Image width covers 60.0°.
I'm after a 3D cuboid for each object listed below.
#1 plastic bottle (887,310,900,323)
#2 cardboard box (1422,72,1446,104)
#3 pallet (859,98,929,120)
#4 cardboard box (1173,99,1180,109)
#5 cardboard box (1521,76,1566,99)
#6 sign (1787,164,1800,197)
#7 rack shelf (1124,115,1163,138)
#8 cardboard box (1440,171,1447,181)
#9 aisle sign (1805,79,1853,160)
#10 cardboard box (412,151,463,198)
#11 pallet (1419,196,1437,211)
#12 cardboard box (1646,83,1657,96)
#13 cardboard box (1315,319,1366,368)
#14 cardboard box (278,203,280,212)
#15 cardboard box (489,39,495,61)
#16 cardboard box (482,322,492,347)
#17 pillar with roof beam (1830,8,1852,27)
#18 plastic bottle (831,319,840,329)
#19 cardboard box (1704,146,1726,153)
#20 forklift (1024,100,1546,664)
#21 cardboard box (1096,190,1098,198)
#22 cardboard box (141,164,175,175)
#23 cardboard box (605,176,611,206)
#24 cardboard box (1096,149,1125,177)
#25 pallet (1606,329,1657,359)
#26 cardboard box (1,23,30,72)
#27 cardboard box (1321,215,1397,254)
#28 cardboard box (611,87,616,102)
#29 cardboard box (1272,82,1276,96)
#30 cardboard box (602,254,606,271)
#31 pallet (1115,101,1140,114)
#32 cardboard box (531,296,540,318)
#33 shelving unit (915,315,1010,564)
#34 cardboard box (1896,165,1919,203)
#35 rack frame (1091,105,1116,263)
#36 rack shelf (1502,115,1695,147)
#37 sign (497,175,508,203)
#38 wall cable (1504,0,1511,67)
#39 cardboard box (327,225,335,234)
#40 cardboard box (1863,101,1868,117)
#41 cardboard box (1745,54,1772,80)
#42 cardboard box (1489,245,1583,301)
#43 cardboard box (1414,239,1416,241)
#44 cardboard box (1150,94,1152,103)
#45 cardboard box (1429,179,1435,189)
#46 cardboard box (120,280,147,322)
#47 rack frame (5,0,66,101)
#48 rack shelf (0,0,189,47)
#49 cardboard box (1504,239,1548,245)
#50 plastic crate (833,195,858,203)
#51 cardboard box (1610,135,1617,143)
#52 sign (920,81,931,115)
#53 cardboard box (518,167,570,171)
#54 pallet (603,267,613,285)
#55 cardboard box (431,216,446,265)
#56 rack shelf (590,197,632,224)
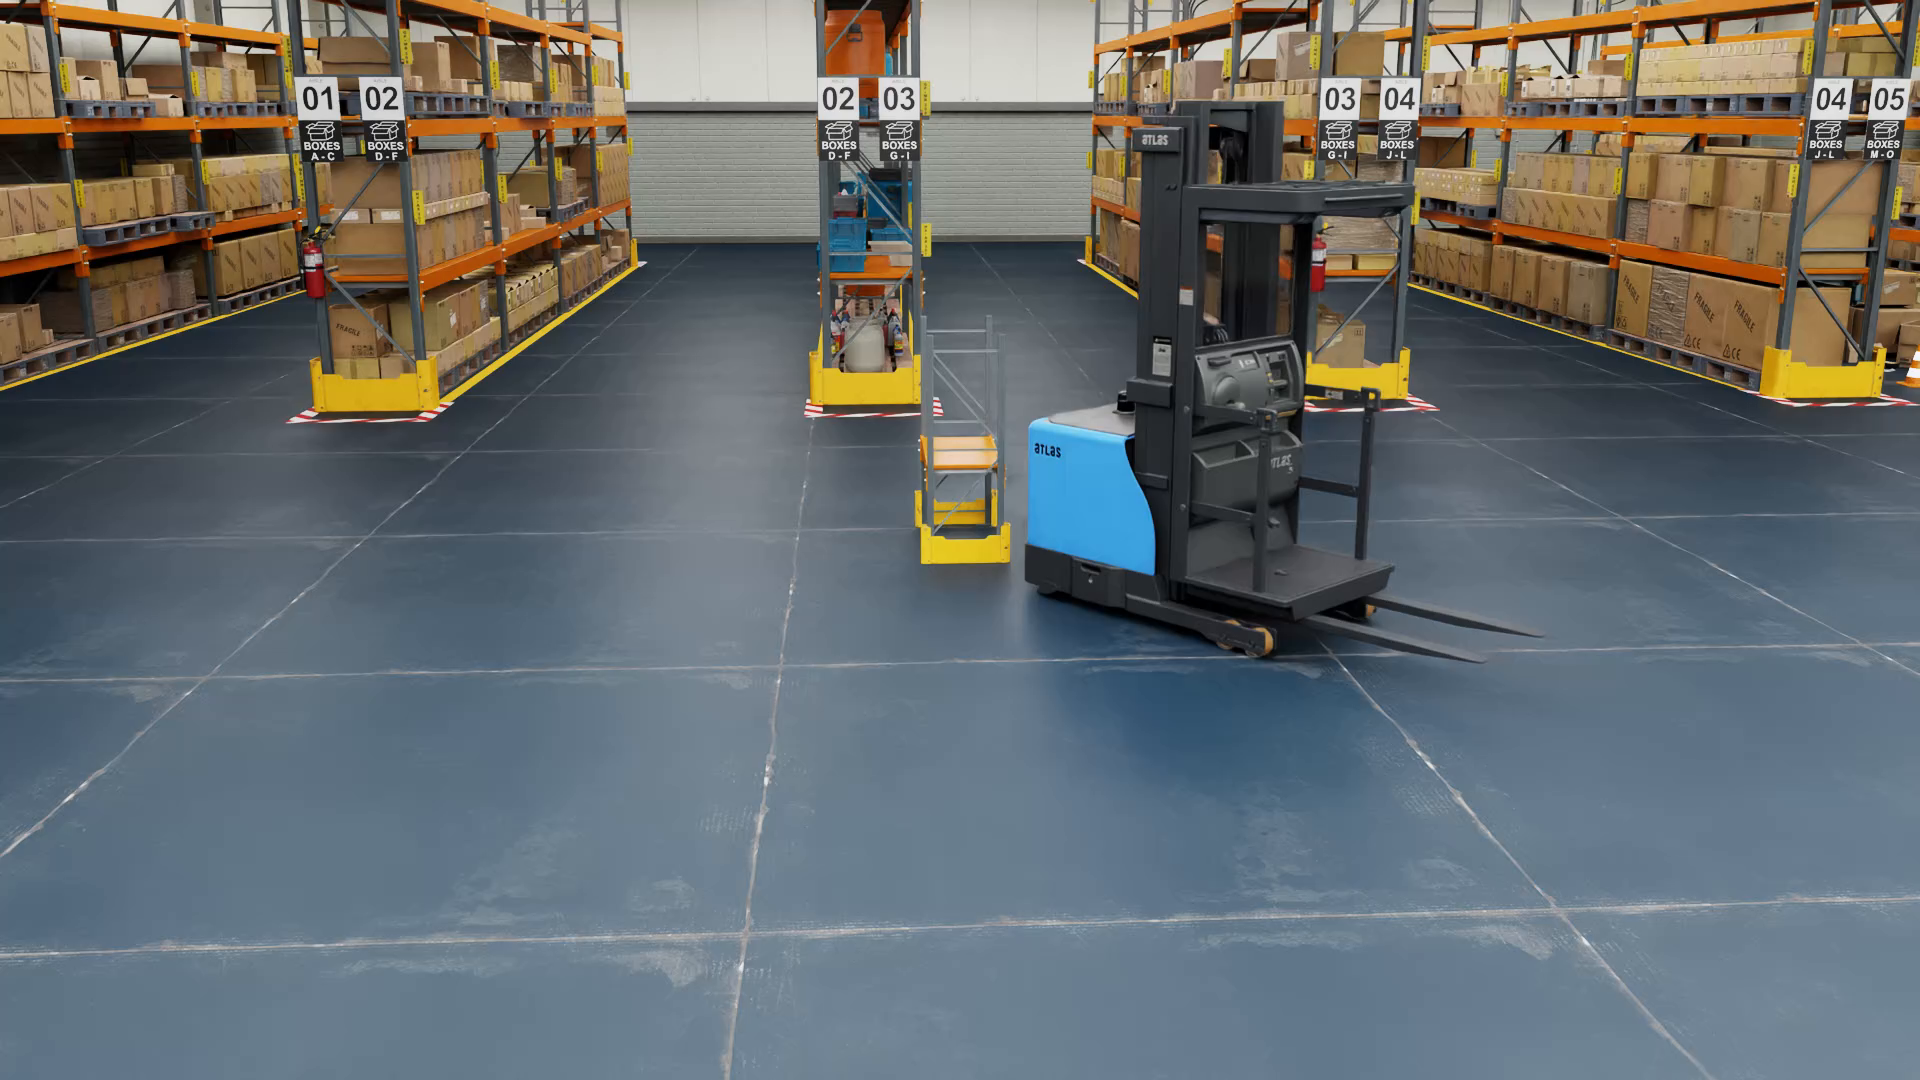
[{"bbox_3d":[-0.796,-2.574,19.943,0.144,0.351,0.185,-2,15,-6],"label":"plastic bottle"},{"bbox_3d":[8.183,-7.573,27.877,0.700,0.500,0.500,-1,14,-3],"label":"cardboard box"},{"bbox_3d":[-0.842,-4.421,17.048,1.003,0.211,1.213,-1,14,-3],"label":"pallet"},{"bbox_3d":[3.335,-6.178,23.798,0.500,0.250,0.500,-1,14,-2],"label":"cardboard box"},{"bbox_3d":[8.342,-6.448,23.682,0.500,0.311,0.500,-1,14,-3],"label":"cardboard box"},{"bbox_3d":[8.470,-3.651,16.897,0.100,0.325,0.005,-1,14,-3],"label":"sign"},{"bbox_3d":[3.436,-6.520,26.272,1.077,0.370,4.000,-1,14,-3],"label":"rack shelf"},{"bbox_3d":[7.935,-5.841,26.675,0.380,0.149,0.250,0,14,-2],"label":"cardboard box"},{"bbox_3d":[8.717,-4.217,16.679,0.394,0.787,0.004,-1,14,-3],"label":"aisle sign"},{"bbox_3d":[-5.983,-4.088,18.590,0.700,0.500,0.500,-1,14,-3],"label":"cardboard box"},{"bbox_3d":[8.171,-5.679,27.965,1.003,0.211,1.213,-1,14,-3],"label":"pallet"},{"bbox_3d":[8.466,-5.398,19.926,0.380,0.149,0.250,-1,14,-3],"label":"cardboard box"},{"bbox_3d":[4.034,-2.077,17.753,0.500,0.500,0.500,2,15,7],"label":"cardboard box"},{"bbox_3d":[-11.206,-5.365,26.821,0.380,0.149,0.250,0,14,-2],"label":"cardboard box"},{"bbox_3d":[-6.137,-6.013,20.812,0.500,0.500,0.500,1,14,2],"label":"cardboard box"},{"bbox_3d":[-5.812,-2.407,19.537,0.500,0.250,0.500,-1,14,-3],"label":"cardboard box"},{"bbox_3d":[14.345,-10.662,34.906,9.100,9.000,0.400,-1,14,-3],"label":"pillar with roof beam"},{"bbox_3d":[-1.450,-2.371,19.156,0.144,0.351,0.185,0,14,-1],"label":"plastic bottle"},{"bbox_3d":[12.943,-6.485,28.504,0.500,0.500,0.500,-1,14,-3],"label":"cardboard box"},{"bbox_3d":[1.784,-0.924,9.234,1.130,2.935,3.031,-14,20,-42],"label":"forklift"},{"bbox_3d":[2.790,-6.566,31.528,0.380,0.149,0.250,-1,14,-5],"label":"cardboard box"},{"bbox_3d":[-11.220,-5.179,23.251,0.380,0.149,0.250,-3,15,-11],"label":"cardboard box"},{"bbox_3d":[-6.370,-6.068,28.889,0.500,0.500,0.500,-1,14,-2],"label":"cardboard box"},{"bbox_3d":[2.855,-7.095,31.280,0.500,0.500,0.500,-1,14,-5],"label":"cardboard box"},{"bbox_3d":[8.733,-2.434,20.564,1.003,0.211,1.213,-1,14,-3],"label":"pallet"},{"bbox_3d":[-10.677,-5.432,18.351,0.500,0.500,0.500,0,14,0],"label":"cardboard box"},{"bbox_3d":[4.049,-3.259,17.373,0.875,0.500,0.500,-1,14,-3],"label":"cardboard box"},{"bbox_3d":[-6.478,-8.006,29.899,0.500,0.250,0.500,-1,14,-3],"label":"cardboard box"},{"bbox_3d":[3.689,-5.024,18.514,0.380,0.149,0.250,-1,14,-2],"label":"cardboard box"},{"bbox_3d":[-6.386,-4.780,28.597,0.500,0.311,0.500,-1,14,-3],"label":"cardboard box"},{"bbox_3d":[3.272,-7.527,28.918,1.003,0.211,1.213,-1,14,-3],"label":"pallet"},{"bbox_3d":[-5.953,-3.130,22.347,0.500,0.250,0.500,-1,14,-2],"label":"cardboard box"},{"bbox_3d":[0.005,-0.707,11.266,0.587,1.500,1.083,-1,14,-3],"label":"shelving unit"},{"bbox_3d":[13.350,-4.966,23.166,0.500,0.500,0.500,-1,14,-6],"label":"cardboard box"},{"bbox_3d":[3.064,-6.908,32.355,1.000,3.000,0.127,-1,14,-3],"label":"rack frame"},{"bbox_3d":[8.641,-5.577,22.605,1.077,0.370,4.000,-1,14,-3],"label":"rack shelf"},{"bbox_3d":[-5.526,-4.238,20.082,0.100,0.325,0.005,-1,14,-3],"label":"sign"},{"bbox_3d":[12.322,-11.377,37.684,0.463,3.000,0.029,-1,14,-3],"label":"wall cable"},{"bbox_3d":[-11.418,-5.720,30.611,0.380,0.149,0.250,0,14,-2],"label":"cardboard box"},{"bbox_3d":[13.500,-6.337,23.914,0.700,0.500,0.500,-1,14,-3],"label":"cardboard box"},{"bbox_3d":[8.673,-4.998,17.573,0.500,0.250,0.500,-1,14,-3],"label":"cardboard box"},{"bbox_3d":[8.465,-3.931,24.456,1.050,0.750,0.750,-1,14,-4],"label":"cardboard box"},{"bbox_3d":[8.393,-5.360,30.025,0.380,0.149,0.250,-1,14,-5],"label":"cardboard box"},{"bbox_3d":[3.255,-7.075,26.646,0.380,0.149,0.250,-1,15,-6],"label":"cardboard box"},{"bbox_3d":[7.904,-5.825,27.211,0.380,0.149,0.250,0,14,-1],"label":"cardboard box"},{"bbox_3d":[-11.159,-3.135,21.824,0.700,0.500,0.500,-1,14,-3],"label":"cardboard box"},{"bbox_3d":[-11.024,-6.600,19.117,1.000,3.000,0.127,-1,14,-3],"label":"rack frame"},{"bbox_3d":[-11.148,-6.555,21.190,1.077,0.370,4.000,-1,14,-3],"label":"rack shelf"},{"bbox_3d":[8.716,-4.501,25.669,0.500,0.250,0.500,-2,15,-6],"label":"cardboard box"},{"bbox_3d":[-1.589,-4.466,22.737,0.402,0.464,0.583,-1,14,-3],"label":"plastic crate"},{"bbox_3d":[12.690,-7.685,31.865,0.380,0.149,0.250,0,14,-2],"label":"cardboard box"},{"bbox_3d":[-0.339,-4.317,16.246,0.100,0.325,0.005,-1,14,-3],"label":"sign"},{"bbox_3d":[-6.663,-5.722,26.701,0.700,0.500,0.500,1,14,5],"label":"cardboard box"},{"bbox_3d":[-6.617,-4.581,28.910,1.003,0.211,1.213,-1,14,-3],"label":"pallet"},{"bbox_3d":[-5.910,-3.196,17.726,0.700,0.500,0.500,-1,14,-3],"label":"cardboard box"},{"bbox_3d":[-6.699,-5.910,29.921,1.077,0.370,4.000,-1,14,-3],"label":"rack shelf"}]
